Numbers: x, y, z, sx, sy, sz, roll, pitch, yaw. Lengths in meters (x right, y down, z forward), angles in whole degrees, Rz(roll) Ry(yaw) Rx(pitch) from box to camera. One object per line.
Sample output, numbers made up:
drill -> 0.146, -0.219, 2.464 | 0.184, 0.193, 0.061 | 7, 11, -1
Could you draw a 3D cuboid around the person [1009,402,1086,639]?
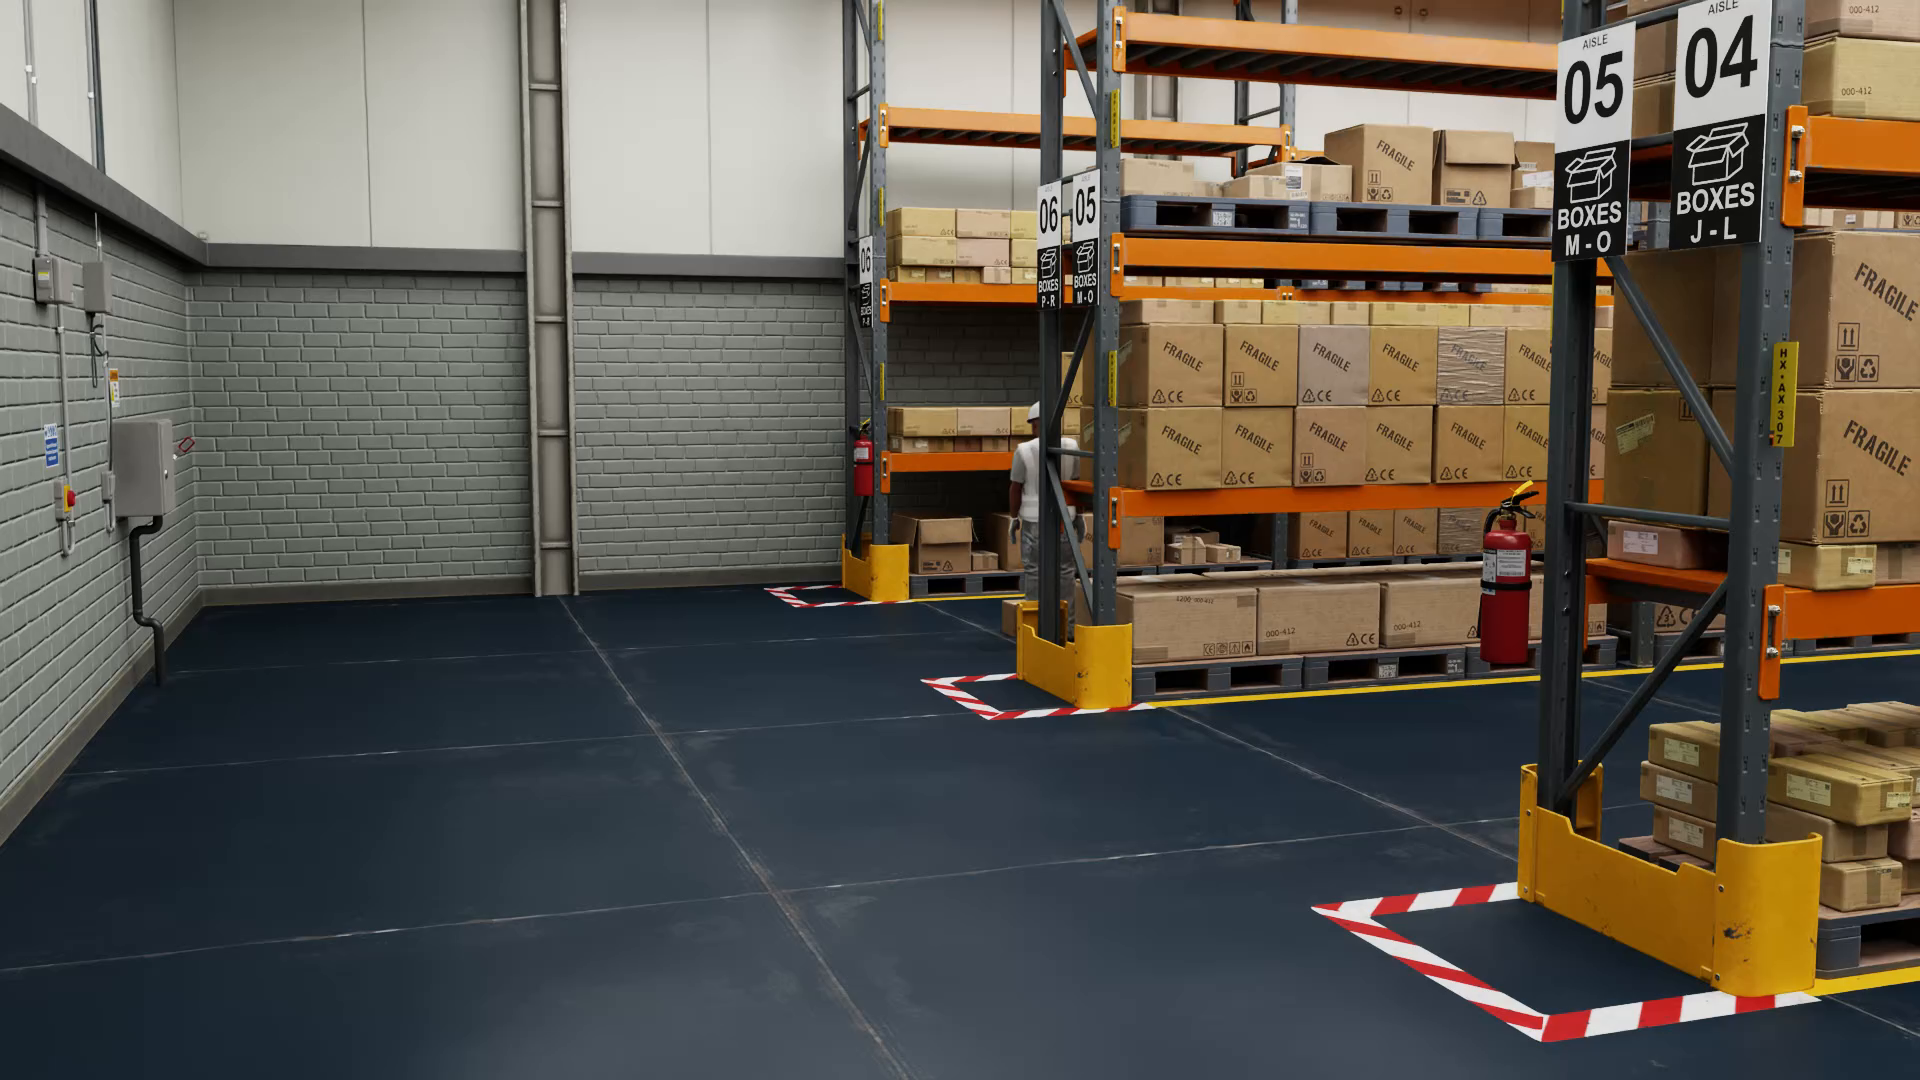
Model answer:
person -> 0.627, -0.139, 12.364 | 0.579, 1.786, 0.477 | -1, 6, -11
